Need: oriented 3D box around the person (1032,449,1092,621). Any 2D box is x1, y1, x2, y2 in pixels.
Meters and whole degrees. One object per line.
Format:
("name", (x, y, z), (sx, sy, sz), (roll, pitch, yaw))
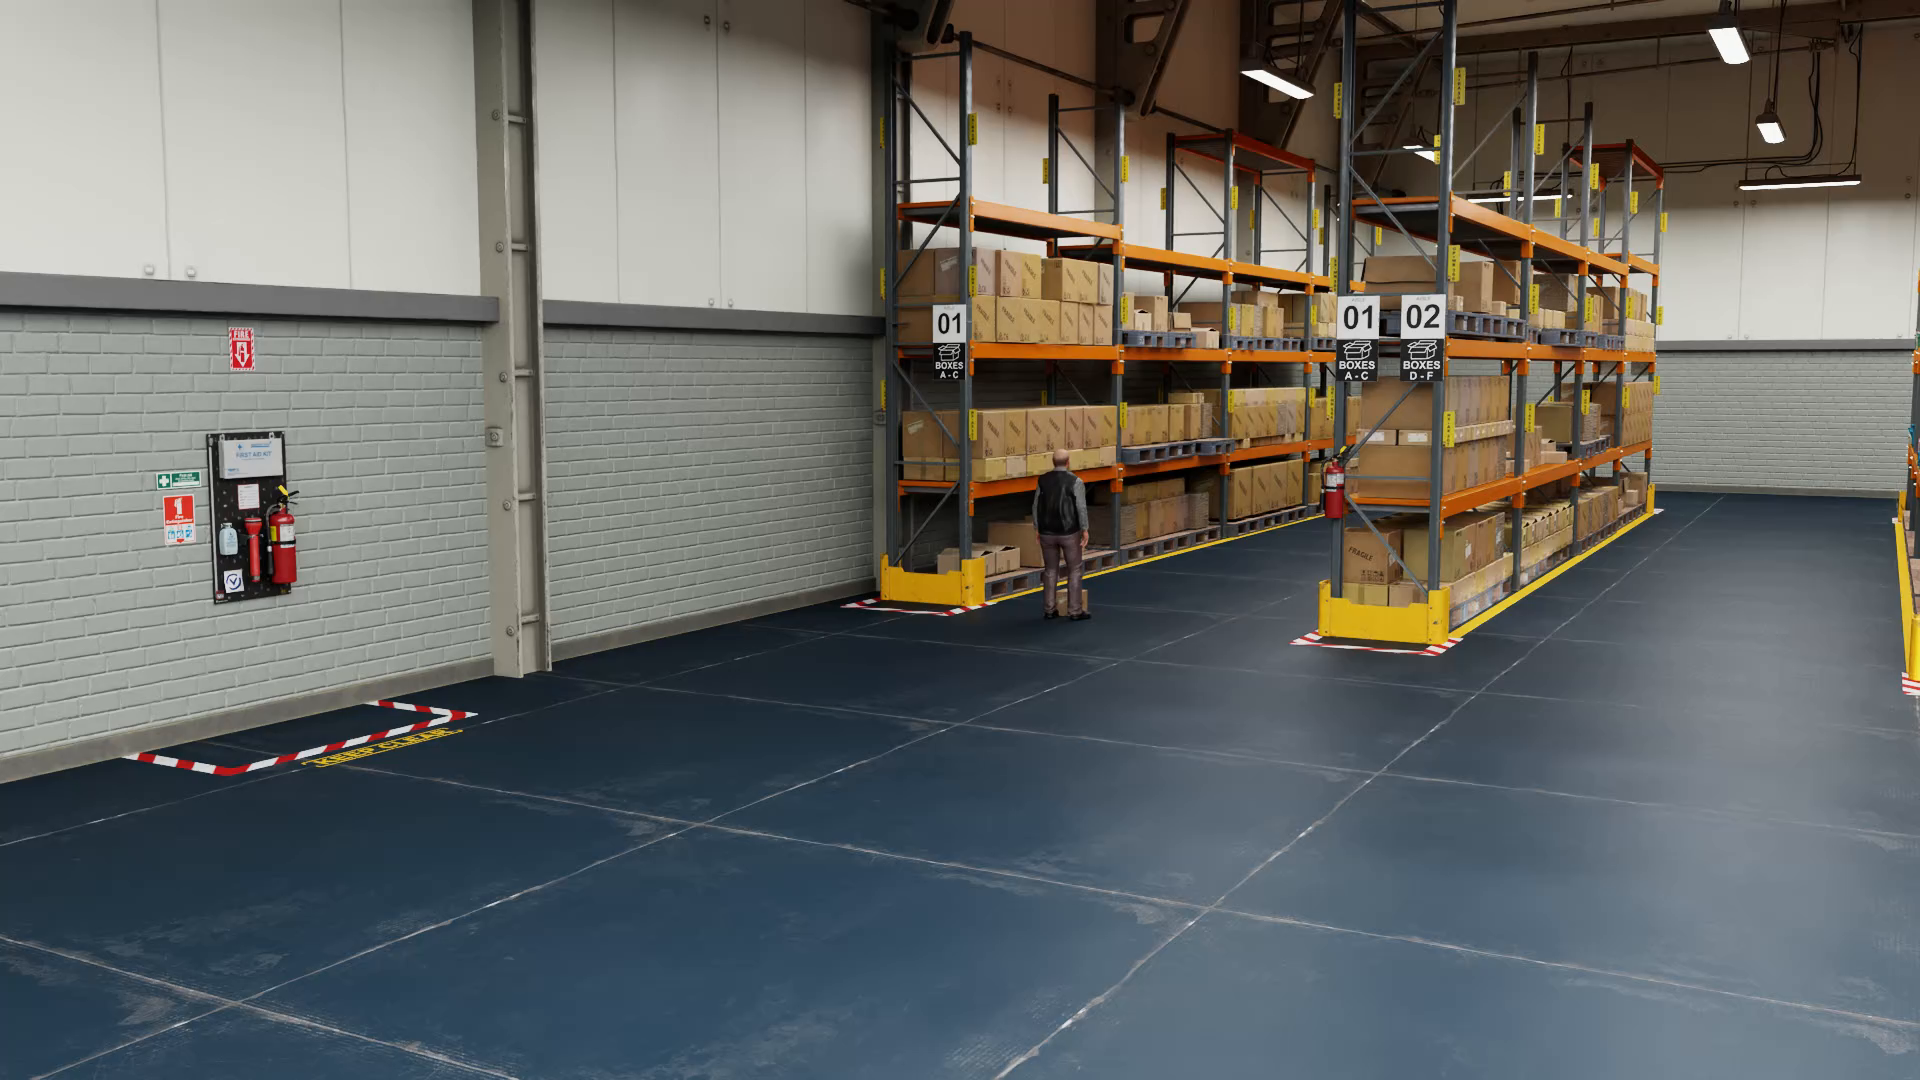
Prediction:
("person", (1.013, -0.060, 16.823), (0.594, 1.721, 0.416), (3, 7, 25))
